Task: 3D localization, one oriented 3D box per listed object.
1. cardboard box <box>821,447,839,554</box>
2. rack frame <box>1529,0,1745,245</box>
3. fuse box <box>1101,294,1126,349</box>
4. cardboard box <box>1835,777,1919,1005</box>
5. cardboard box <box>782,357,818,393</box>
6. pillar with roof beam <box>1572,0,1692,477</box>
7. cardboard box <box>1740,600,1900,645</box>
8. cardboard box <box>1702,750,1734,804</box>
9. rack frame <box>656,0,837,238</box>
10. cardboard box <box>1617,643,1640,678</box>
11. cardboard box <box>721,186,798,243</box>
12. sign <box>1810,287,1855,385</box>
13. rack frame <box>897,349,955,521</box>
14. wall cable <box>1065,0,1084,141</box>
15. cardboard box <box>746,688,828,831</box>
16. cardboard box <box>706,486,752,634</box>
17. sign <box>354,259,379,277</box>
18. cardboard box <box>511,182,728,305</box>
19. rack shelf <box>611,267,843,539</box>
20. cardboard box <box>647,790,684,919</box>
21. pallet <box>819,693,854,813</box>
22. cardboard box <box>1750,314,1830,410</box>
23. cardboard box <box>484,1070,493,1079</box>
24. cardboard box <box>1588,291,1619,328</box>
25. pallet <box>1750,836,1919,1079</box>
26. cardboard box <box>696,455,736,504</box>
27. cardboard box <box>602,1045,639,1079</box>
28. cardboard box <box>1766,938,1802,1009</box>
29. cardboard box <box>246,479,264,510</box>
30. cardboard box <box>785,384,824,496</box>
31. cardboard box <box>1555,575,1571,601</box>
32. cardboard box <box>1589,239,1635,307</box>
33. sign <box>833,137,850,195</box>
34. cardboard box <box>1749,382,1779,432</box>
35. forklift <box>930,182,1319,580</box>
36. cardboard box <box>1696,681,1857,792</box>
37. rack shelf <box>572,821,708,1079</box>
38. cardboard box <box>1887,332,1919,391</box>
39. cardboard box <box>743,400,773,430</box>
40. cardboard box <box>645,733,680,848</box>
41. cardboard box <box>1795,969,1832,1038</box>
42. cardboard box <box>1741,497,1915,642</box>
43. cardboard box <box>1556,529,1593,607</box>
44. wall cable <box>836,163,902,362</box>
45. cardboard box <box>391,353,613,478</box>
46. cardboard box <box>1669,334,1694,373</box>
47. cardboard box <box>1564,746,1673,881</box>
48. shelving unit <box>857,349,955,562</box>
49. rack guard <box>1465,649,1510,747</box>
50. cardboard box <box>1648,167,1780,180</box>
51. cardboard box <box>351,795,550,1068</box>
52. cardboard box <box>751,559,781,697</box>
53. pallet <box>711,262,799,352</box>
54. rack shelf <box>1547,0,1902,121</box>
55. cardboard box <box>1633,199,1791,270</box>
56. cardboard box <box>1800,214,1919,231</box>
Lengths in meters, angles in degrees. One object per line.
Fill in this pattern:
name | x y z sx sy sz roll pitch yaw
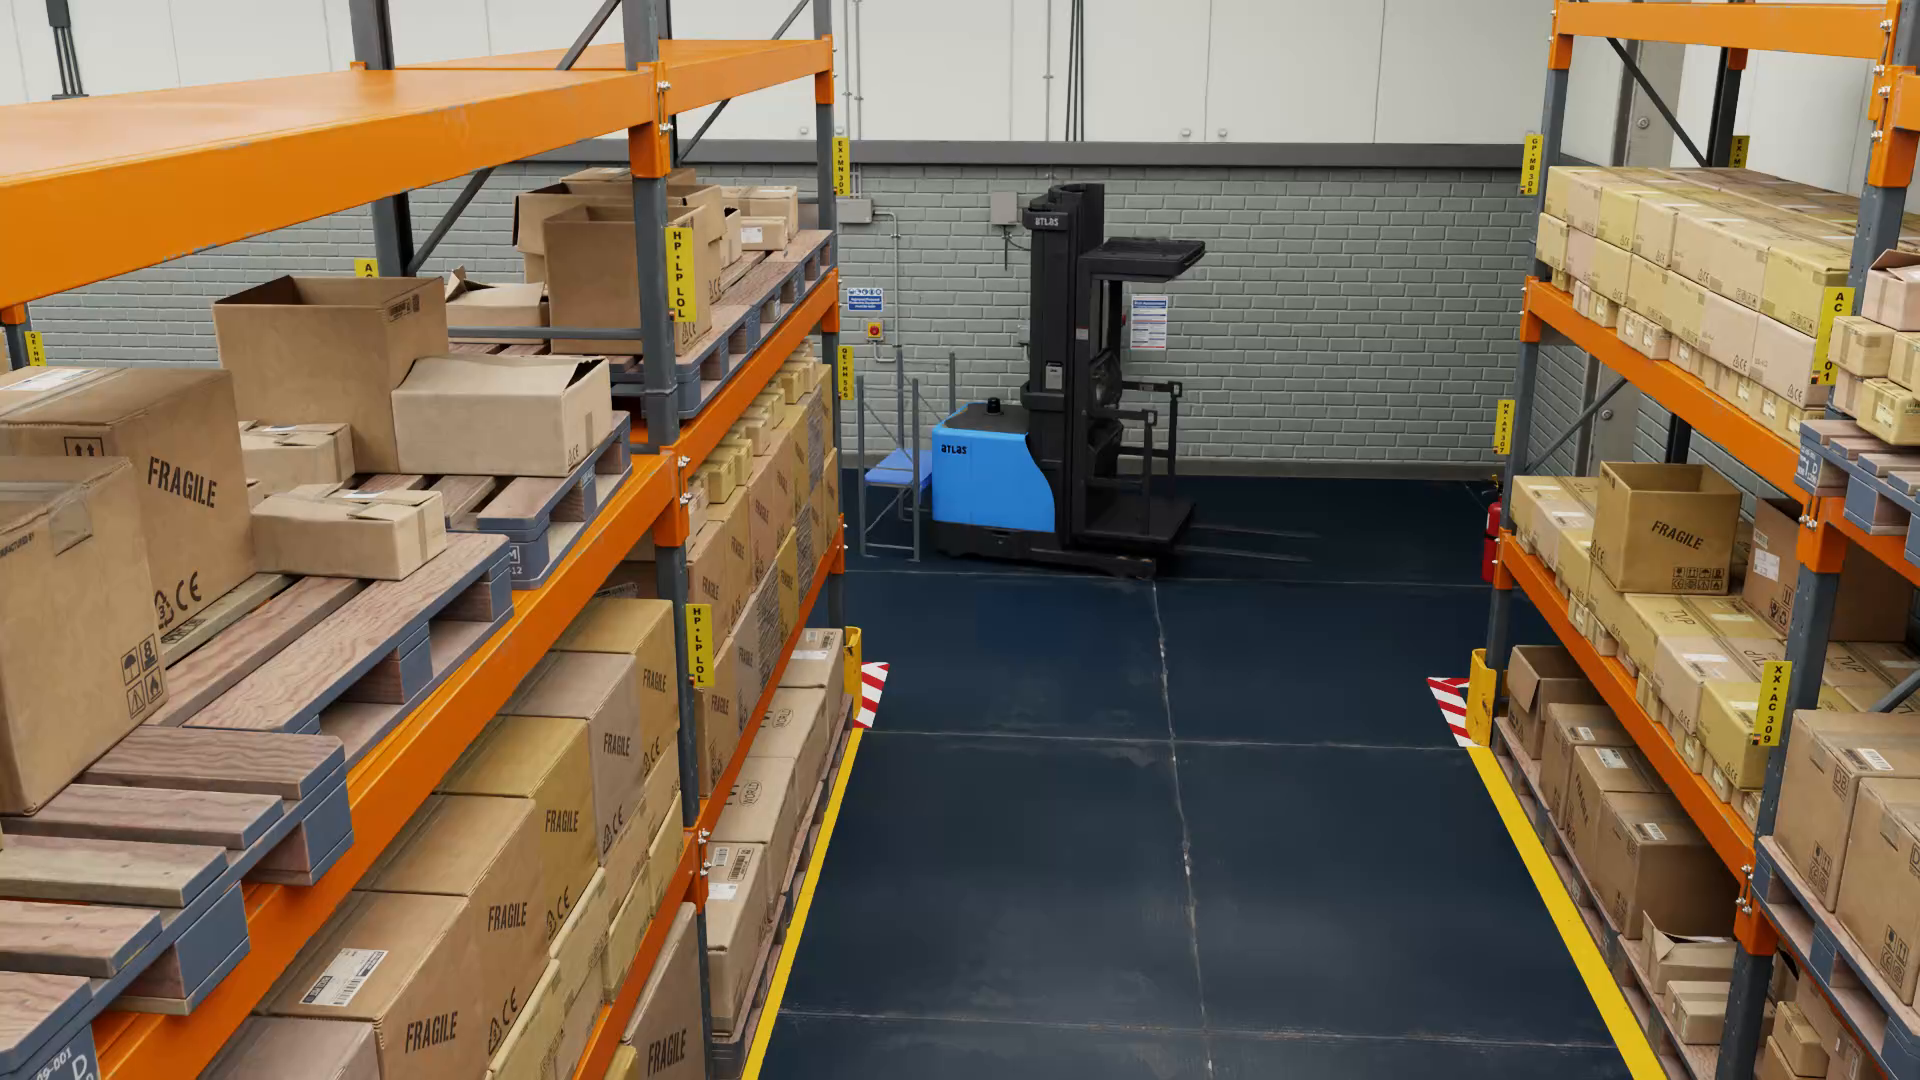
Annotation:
cardboard box | -0.994 -0.238 9.673 0.500 0.500 0.500 1 18 4
rack frame | 3.728 -3.088 8.895 1.000 3.000 0.127 1 18 4
fuse box | 1.243 -1.394 15.429 0.539 1.711 0.414 1 18 4
cardboard box | 3.146 1.064 5.022 0.700 0.500 0.500 1 18 5
cardboard box | -0.978 -0.900 9.045 0.380 0.149 0.250 1 18 3
pillar with roof beam | 0.526 -4.001 11.682 9.100 9.000 0.400 1 18 4
cardboard box | 3.814 0.471 7.430 0.500 0.250 0.500 2 18 5
cardboard box | 3.209 0.939 6.644 0.380 0.149 0.250 2 18 5
rack frame | -1.223 -3.197 9.229 1.000 3.000 0.127 1 18 4
cardboard box | 3.341 0.541 7.857 0.380 0.149 0.250 1 18 4
cardboard box | -1.166 -1.806 9.206 0.500 0.250 0.500 0 18 -1
sign | 2.899 -0.675 5.519 0.100 0.325 0.005 1 18 4
rack frame | -0.285 -0.867 14.161 0.500 1.500 0.032 5 19 15
wall cable | 2.429 -4.897 14.355 2.988 3.039 0.133 1 18 4
cardboard box | -1.228 1.163 8.996 0.875 0.438 0.875 2 18 5
cardboard box | -1.192 0.074 7.114 0.500 0.500 0.500 1 18 3
sign | -2.064 -0.825 5.848 0.100 0.325 0.005 1 18 4
cardboard box | -1.445 -1.245 7.088 0.797 0.503 0.637 3 18 8
rack shelf | -1.367 -0.809 7.913 1.077 0.370 4.000 1 18 4
cardboard box | -1.291 1.112 5.953 0.500 0.250 0.500 1 18 3
pallet | -1.202 1.229 9.834 1.003 0.211 1.213 1 18 4
cardboard box | 3.226 -0.646 6.022 0.500 0.250 0.500 1 18 4
cardboard box | -1.428 1.505 3.951 0.500 0.250 0.500 1 18 4
cardboard box | 3.313 -1.131 8.144 0.380 0.149 0.250 1 18 4
pallet | 3.275 1.342 5.317 1.003 0.211 1.213 1 18 4
cardboard box | -1.171 -0.263 7.102 0.380 0.149 0.250 1 18 4
cardboard box | -1.532 2.181 5.188 0.875 0.875 0.875 2 18 6
cardboard box | 3.724 1.884 7.001 0.500 0.311 0.500 2 18 6
cardboard box | -1.990 -0.106 4.152 0.396 0.266 0.258 3 18 8
cardboard box | -1.028 -0.551 9.022 0.500 0.500 0.500 1 18 4
cardboard box | 3.395 0.218 8.844 0.380 0.149 0.250 2 18 6
cardboard box | 3.359 -1.284 7.969 0.500 0.250 0.500 1 18 2
sign | -0.683 -2.139 9.521 0.100 0.325 0.005 1 18 4
cardboard box | 3.193 -0.495 6.202 0.380 0.149 0.250 1 18 4
forklift | 1.334 -1.263 13.071 3.031 2.935 1.130 6 19 17
cardboard box | 3.234 0.772 6.514 0.500 0.250 0.500 2 18 5
rack shelf | -1.653 1.859 4.588 1.077 0.370 4.000 1 18 4
cardboard box | 3.034 -0.522 4.971 0.380 0.149 0.250 2 18 5
cardboard box | -1.123 -0.583 8.077 0.380 0.149 0.250 2 18 6
cardboard box | -1.299 0.872 5.883 0.500 0.250 0.500 1 18 4
cardboard box | 3.211 1.651 5.888 0.380 0.149 0.250 1 18 3
cardboard box | 3.813 0.122 7.291 0.500 0.500 0.500 1 18 2
cardboard box | 3.358 0.142 8.435 0.500 0.250 0.500 1 18 3
wall cable | -0.842 -2.596 15.346 0.585 1.953 0.123 1 18 4
cardboard box | -1.364 -0.408 5.004 0.500 0.311 0.500 1 18 4
cardboard box | 3.303 -0.815 7.179 0.380 0.149 0.250 1 18 4
cardboard box | 3.352 1.366 8.277 0.500 0.500 0.500 2 18 5
shelving unit | -0.425 -0.715 13.697 0.538 1.500 1.048 5 19 15
rack guard | 3.723 0.975 10.146 1.175 0.500 0.348 1 18 4
cardboard box | 3.975 -1.826 8.821 0.500 0.250 0.500 1 18 2
cardboard box | -1.399 0.996 4.298 0.500 0.500 0.500 2 18 5
cardboard box | -1.133 0.398 7.731 0.500 0.500 0.500 1 18 4
pallet | -1.351 -1.119 7.847 1.003 0.211 1.213 1 18 4
rack shelf | 3.585 -2.123 7.111 1.077 0.370 4.000 1 18 4
cardboard box | 3.342 -1.365 7.416 0.500 0.250 0.500 2 18 5
cardboard box | 3.818 -1.194 6.893 0.500 0.250 0.500 1 18 3
